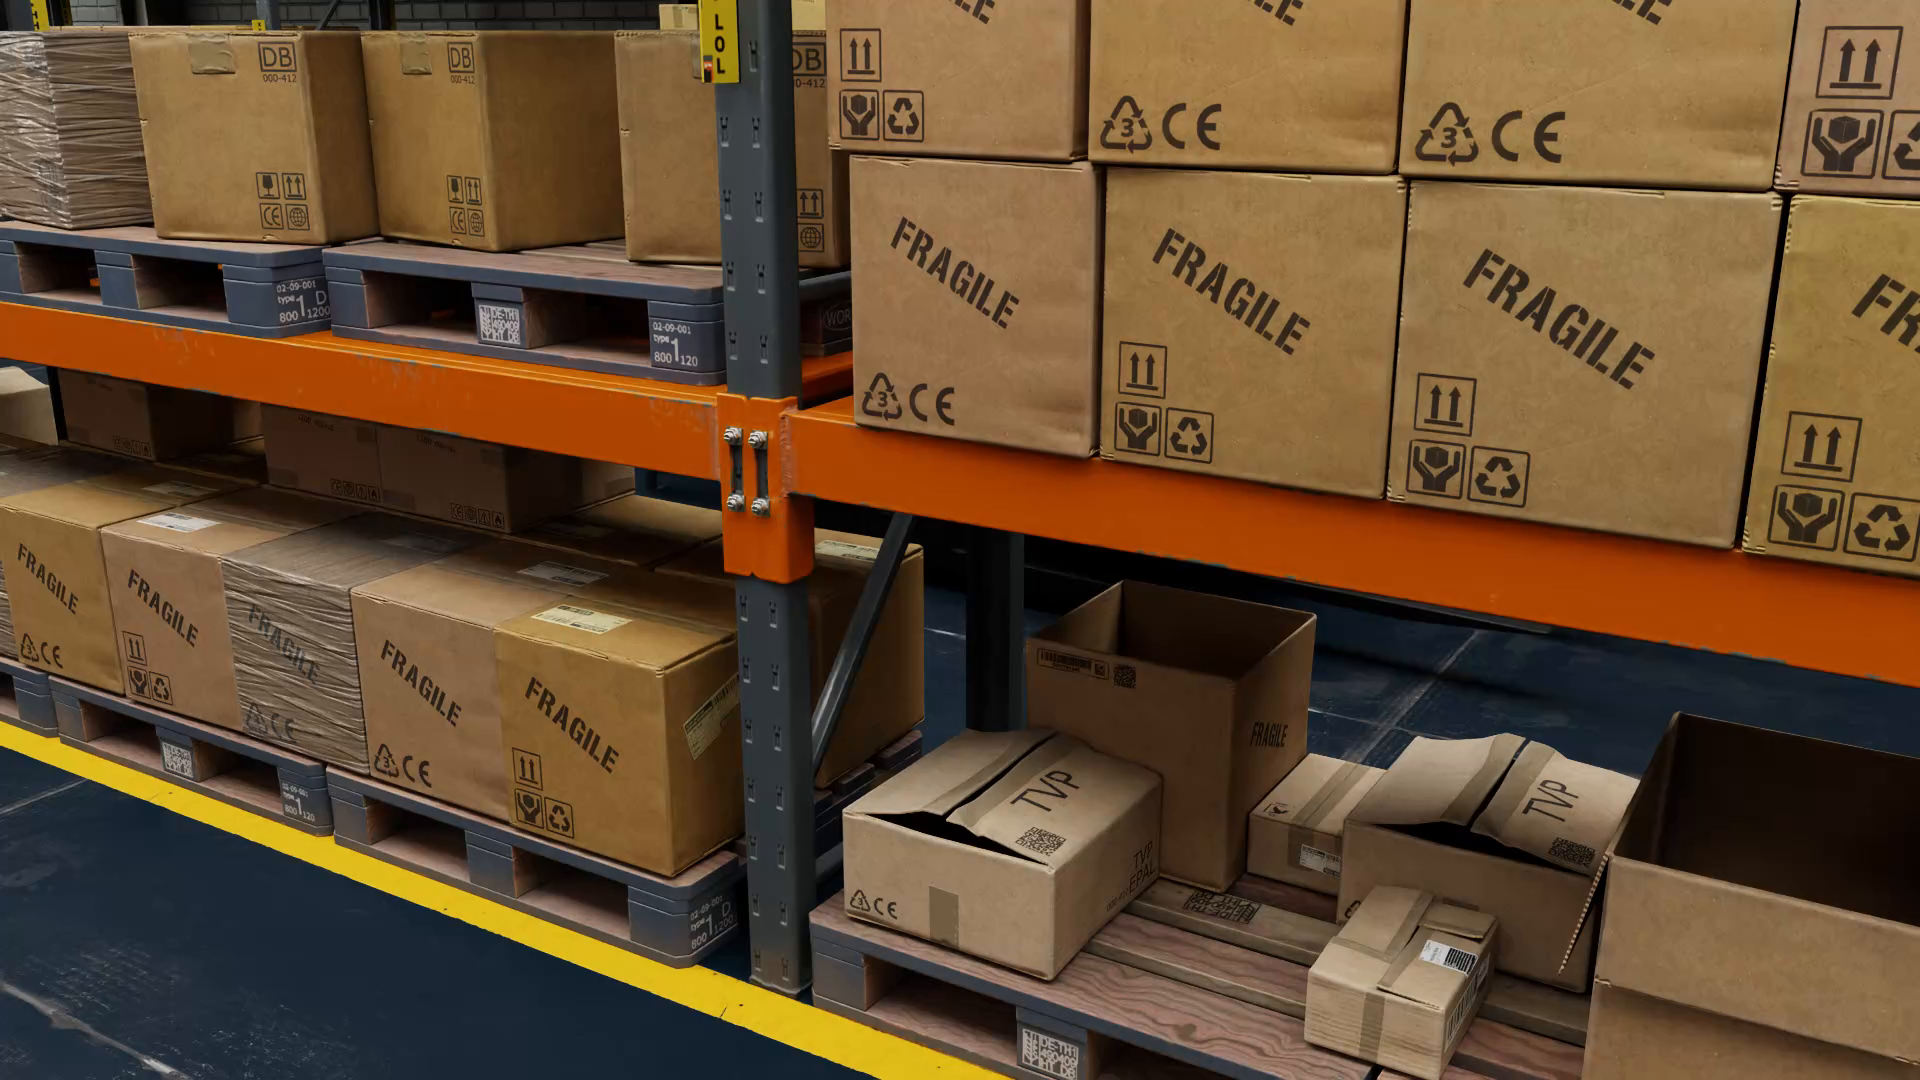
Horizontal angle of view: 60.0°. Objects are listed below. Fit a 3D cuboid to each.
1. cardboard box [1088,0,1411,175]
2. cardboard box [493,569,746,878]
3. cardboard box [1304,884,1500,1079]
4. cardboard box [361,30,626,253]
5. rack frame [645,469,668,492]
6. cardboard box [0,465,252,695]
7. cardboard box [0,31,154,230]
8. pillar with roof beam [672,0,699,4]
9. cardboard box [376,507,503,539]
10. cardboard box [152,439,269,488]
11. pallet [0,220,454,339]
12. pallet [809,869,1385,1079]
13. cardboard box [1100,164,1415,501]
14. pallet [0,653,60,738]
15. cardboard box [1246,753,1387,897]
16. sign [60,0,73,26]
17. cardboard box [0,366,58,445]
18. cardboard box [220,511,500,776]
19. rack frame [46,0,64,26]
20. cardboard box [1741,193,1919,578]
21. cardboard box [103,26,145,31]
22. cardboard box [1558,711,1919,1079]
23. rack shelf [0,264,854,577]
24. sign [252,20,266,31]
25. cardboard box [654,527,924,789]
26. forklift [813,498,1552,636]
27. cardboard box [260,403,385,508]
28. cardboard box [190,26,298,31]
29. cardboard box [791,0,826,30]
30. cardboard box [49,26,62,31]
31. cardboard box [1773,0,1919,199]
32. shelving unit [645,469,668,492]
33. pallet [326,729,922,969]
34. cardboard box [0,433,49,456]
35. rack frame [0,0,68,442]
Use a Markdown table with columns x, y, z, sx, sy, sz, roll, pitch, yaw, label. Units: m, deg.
| x | y | z | sx | sy | sz | roll | pitch | yaw | label |
| --- | --- | --- | --- | --- | --- | --- | --- | --- | --- |
| 0.546 | -0.879 | 2.720 | 0.500 | 0.500 | 0.500 | 9 | 19 | 28 | cardboard box |
| -0.718 | 0.409 | 3.916 | 0.500 | 0.500 | 0.500 | 10 | 20 | 30 | cardboard box |
| 0.839 | 0.820 | 3.140 | 0.250 | 0.166 | 0.380 | 10 | 20 | 30 | cardboard box |
| -1.054 | -1.037 | 4.240 | 0.500 | 0.500 | 0.700 | 14 | 22 | 39 | cardboard box |
| -1.277 | -0.816 | 7.633 | 0.032 | 1.125 | 0.500 | 12 | 21 | 34 | rack frame |
| -2.444 | 0.101 | 4.932 | 0.500 | 0.500 | 0.500 | 10 | 19 | 29 | cardboard box |
| -2.281 | -1.175 | 4.694 | 0.500 | 0.500 | 0.700 | 15 | 22 | 40 | cardboard box |
| -3.875 | -4.624 | 6.621 | 0.400 | 9.000 | 9.100 | 10 | 20 | 30 | pillar with roof beam |
| -1.315 | 0.123 | 4.858 | 0.500 | 0.500 | 0.500 | 10 | 20 | 31 | cardboard box |
| -2.196 | -0.032 | 5.369 | 0.500 | 0.500 | 0.500 | 9 | 19 | 28 | cardboard box |
| -1.897 | -0.794 | 4.664 | 1.213 | 0.211 | 1.003 | 10 | 20 | 30 | pallet |
| 0.437 | 0.867 | 3.664 | 1.213 | 0.211 | 1.003 | 10 | 20 | 30 | pallet |
| 0.582 | -0.398 | 2.858 | 0.500 | 0.500 | 0.500 | 11 | 20 | 31 | cardboard box |
| -2.940 | 0.277 | 5.607 | 1.213 | 0.211 | 1.003 | 10 | 20 | 30 | pallet |
| 0.837 | 0.640 | 3.761 | 0.250 | 0.149 | 0.380 | 10 | 20 | 30 | cardboard box |
| -7.477 | -4.464 | 13.881 | 0.005 | 0.325 | 0.100 | 10 | 20 | 30 | sign |
| -3.849 | -0.486 | 6.365 | 0.500 | 0.311 | 0.500 | 11 | 20 | 32 | cardboard box |
| -1.562 | 0.256 | 4.422 | 0.500 | 0.500 | 0.500 | 10 | 20 | 31 | cardboard box |
| -7.784 | -3.625 | 13.653 | 0.127 | 3.000 | 1.000 | 10 | 20 | 30 | rack frame |
| 1.441 | -0.244 | 2.352 | 0.500 | 0.500 | 0.500 | 10 | 19 | 29 | cardboard box |
| -5.792 | -3.462 | 12.051 | 0.500 | 0.500 | 0.500 | 9 | 19 | 28 | cardboard box |
| 1.456 | 0.696 | 2.966 | 0.637 | 0.503 | 0.797 | 10 | 20 | 30 | cardboard box |
| -1.852 | -0.532 | 4.709 | 4.000 | 0.370 | 1.077 | 10 | 20 | 30 | rack shelf |
| -4.653 | -3.295 | 11.078 | 0.005 | 0.325 | 0.100 | 10 | 20 | 30 | sign |
| -0.433 | 0.280 | 4.344 | 0.500 | 0.500 | 0.500 | 9 | 19 | 28 | cardboard box |
| 0.792 | -1.235 | 5.904 | 3.031 | 2.935 | 1.130 | 12 | 21 | 34 | forklift |
| -1.712 | -0.307 | 4.986 | 0.500 | 0.250 | 0.500 | 10 | 19 | 29 | cardboard box |
| -4.940 | -3.308 | 11.545 | 0.500 | 0.500 | 0.500 | 10 | 20 | 30 | cardboard box |
| -0.691 | -2.829 | 9.025 | 0.500 | 0.250 | 0.500 | 11 | 20 | 31 | cardboard box |
| -6.682 | -3.616 | 12.559 | 0.500 | 0.500 | 0.500 | 9 | 19 | 28 | cardboard box |
| 1.425 | -0.722 | 2.204 | 0.500 | 0.500 | 0.500 | 11 | 20 | 32 | cardboard box |
| -0.866 | -0.729 | 7.347 | 1.048 | 1.125 | 0.538 | 12 | 21 | 34 | shelving unit |
| -0.861 | 0.648 | 4.385 | 1.213 | 0.211 | 1.003 | 10 | 20 | 30 | pallet |
| -3.318 | -0.055 | 5.445 | 0.500 | 0.500 | 0.500 | 11 | 20 | 32 | cardboard box |
| -3.556 | -1.180 | 5.606 | 0.127 | 3.000 | 1.000 | 10 | 20 | 30 | rack frame |
